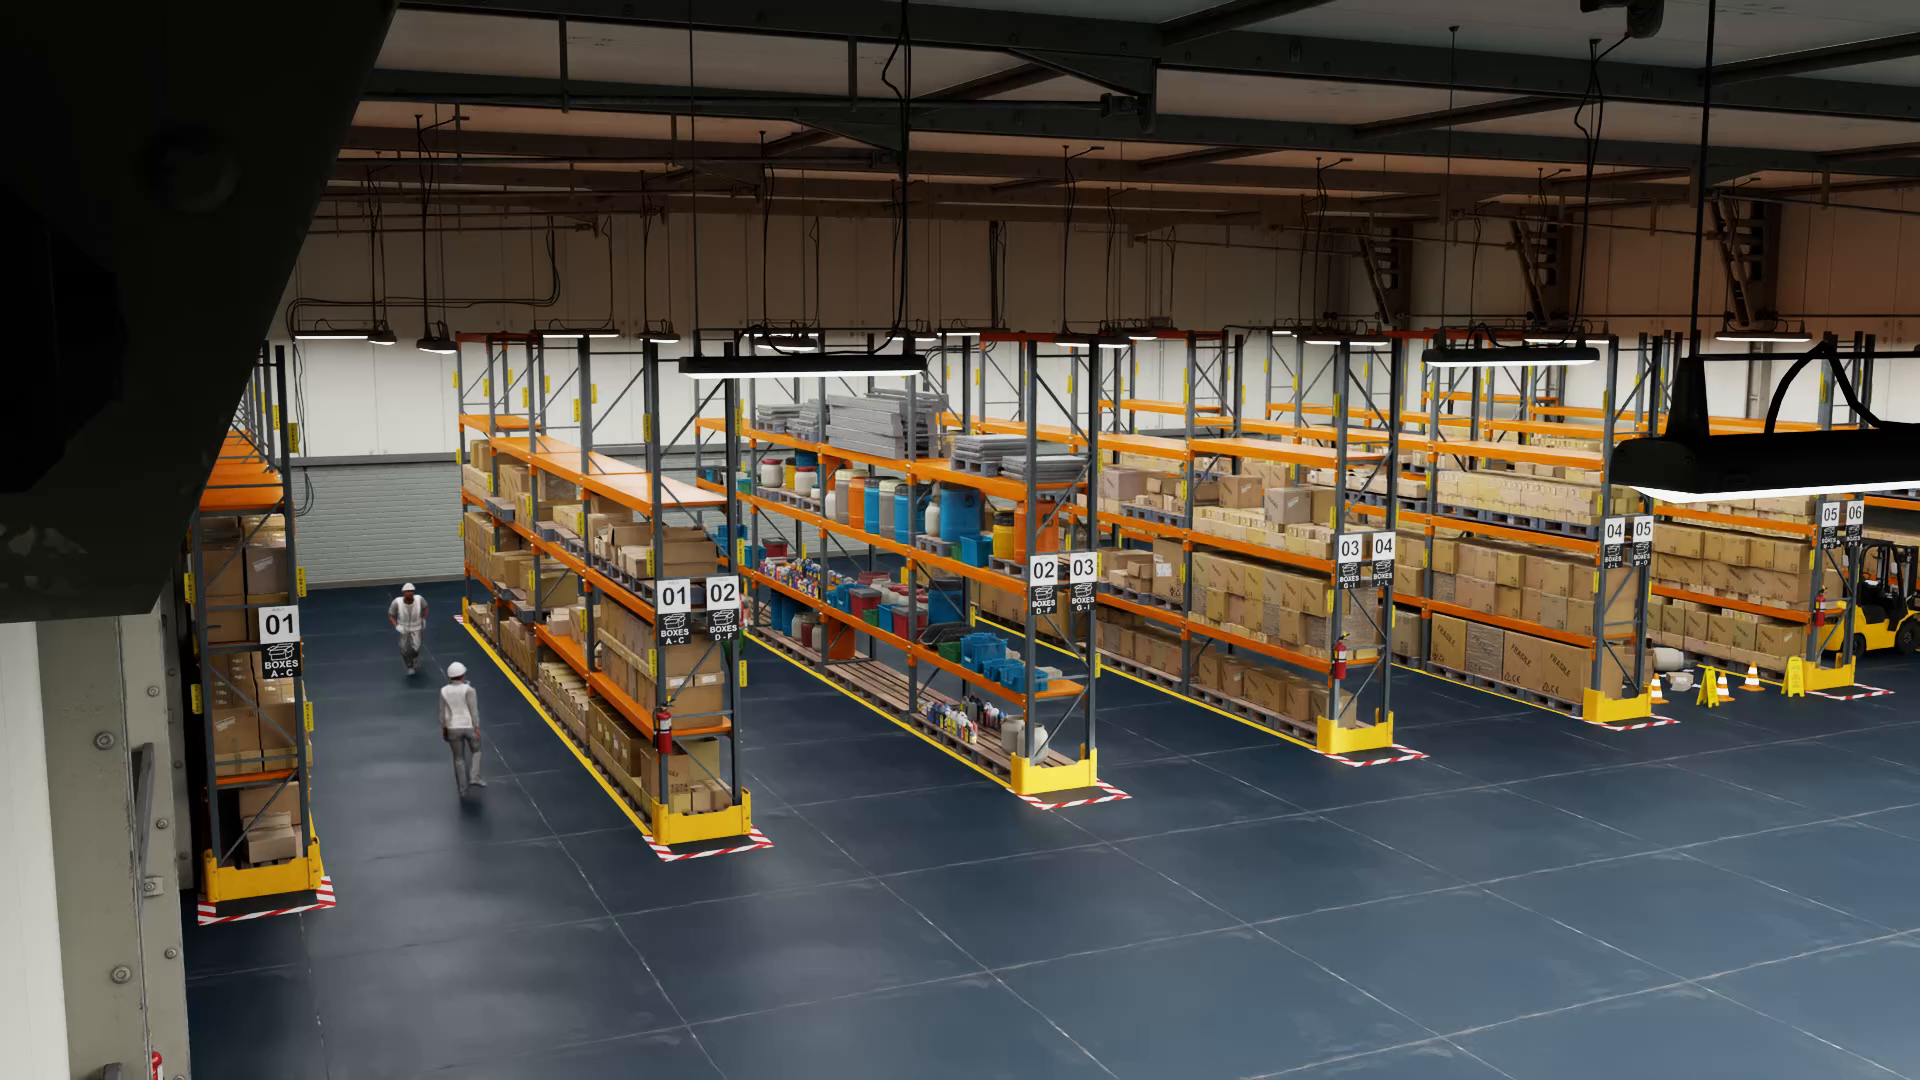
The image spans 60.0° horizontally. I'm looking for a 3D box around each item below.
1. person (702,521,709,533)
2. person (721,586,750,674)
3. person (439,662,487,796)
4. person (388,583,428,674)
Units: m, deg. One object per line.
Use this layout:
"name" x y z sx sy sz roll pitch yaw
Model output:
"person" -5.951 0.363 38.211 0.679 1.622 0.481 2 8 14
"person" -4.022 1.551 29.359 0.672 1.688 0.623 -2 8 -16
"person" -6.591 2.493 22.007 0.576 1.763 0.483 -2 8 -14
"person" -9.700 1.564 29.269 0.673 1.681 0.650 -2 8 -16
